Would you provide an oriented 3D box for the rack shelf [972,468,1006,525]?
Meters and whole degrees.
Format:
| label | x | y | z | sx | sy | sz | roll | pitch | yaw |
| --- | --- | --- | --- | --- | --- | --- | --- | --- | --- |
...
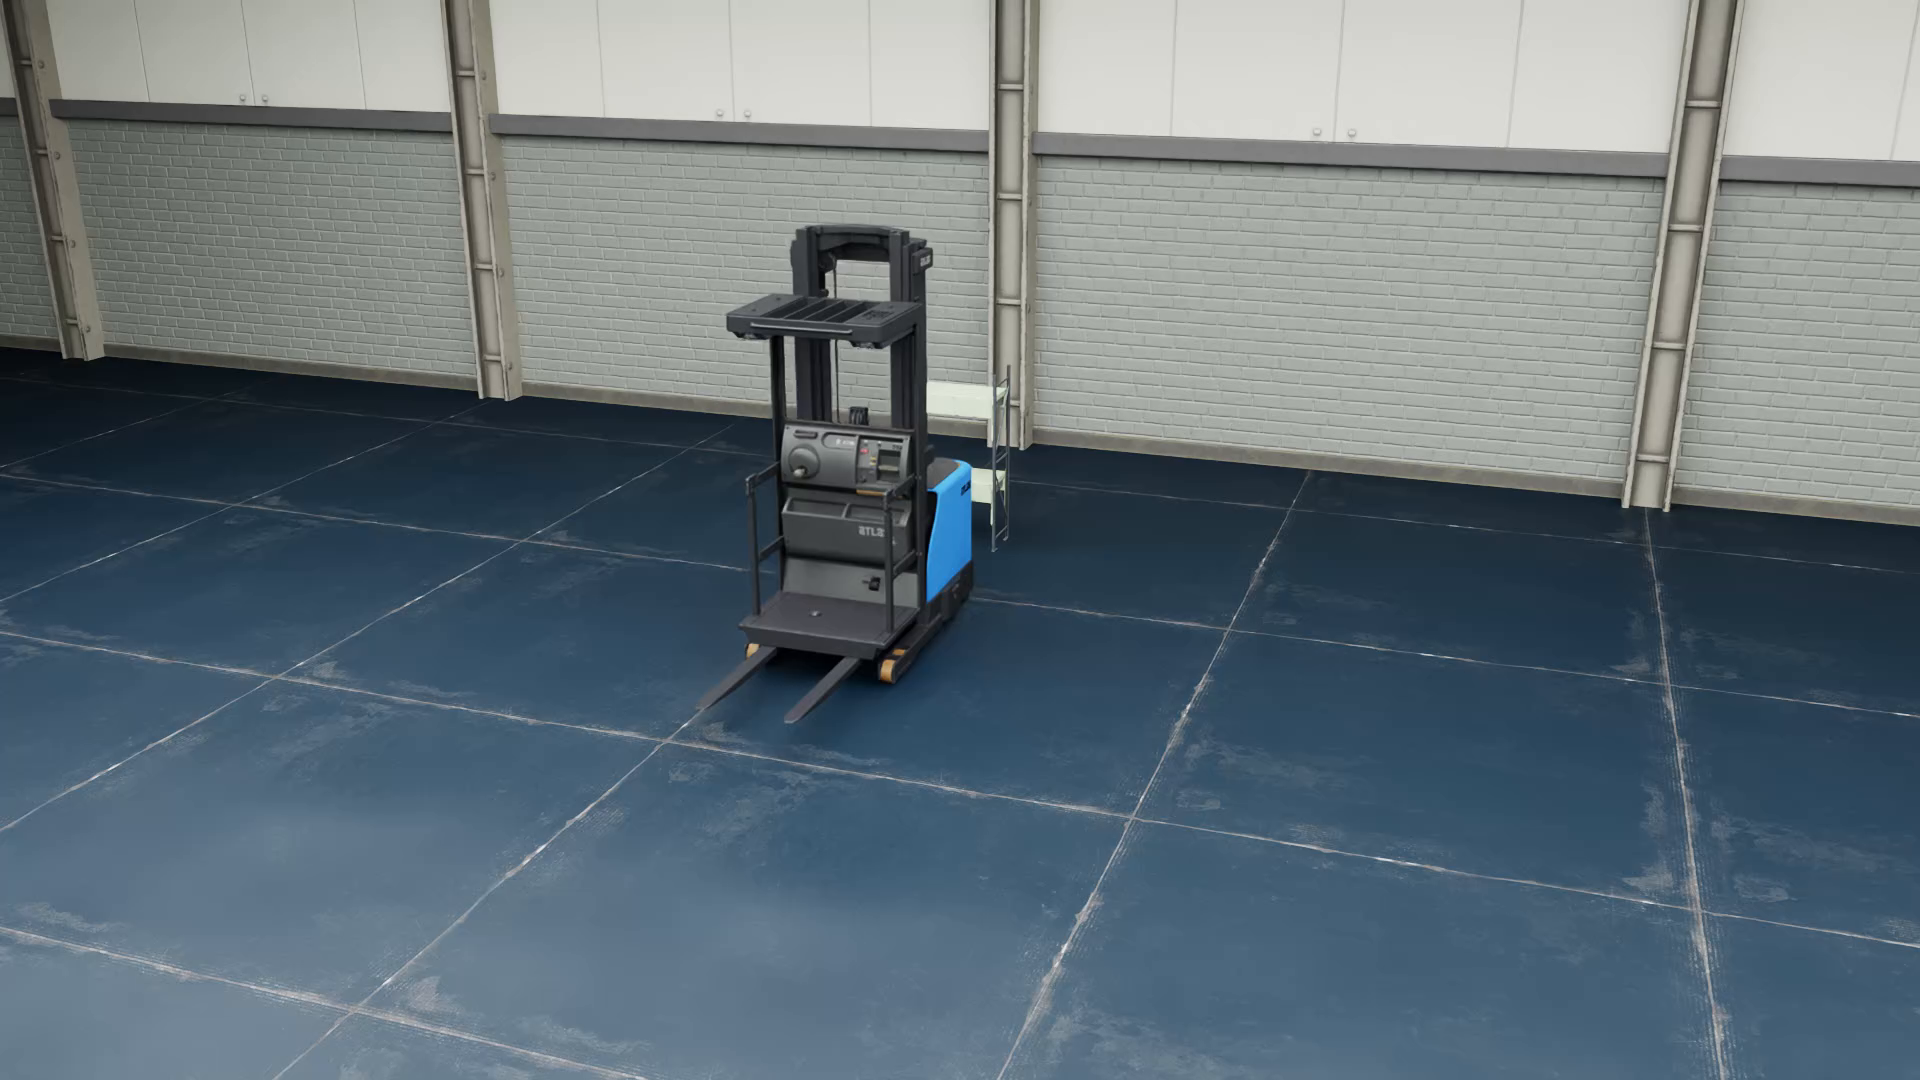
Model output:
| label | x | y | z | sx | sy | sz | roll | pitch | yaw |
| --- | --- | --- | --- | --- | --- | --- | --- | --- | --- |
| rack shelf | -0.006 | -0.401 | 13.939 | 0.720 | 0.370 | 0.431 | 7 | 20 | 18 |

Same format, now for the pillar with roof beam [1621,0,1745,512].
| label | x | y | z | sx | sy | sz | roll | pitch | yaw |
| --- | --- | --- | --- | --- | --- | --- | --- | --- | --- |
| pillar with roof beam | 4.764 | -3.230 | 9.671 | 0.400 | 9.000 | 9.100 | 7 | 20 | 18 |

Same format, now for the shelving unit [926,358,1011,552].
| label | x | y | z | sx | sy | sz | roll | pitch | yaw |
| --- | --- | --- | --- | --- | --- | --- | --- | --- | --- |
| shelving unit | -0.006 | -0.709 | 13.831 | 0.755 | 1.500 | 0.431 | 7 | 20 | 18 |

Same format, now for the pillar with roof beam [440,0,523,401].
| label | x | y | z | sx | sy | sz | roll | pitch | yaw |
| --- | --- | --- | --- | --- | --- | --- | --- | --- | --- |
| pillar with roof beam | -6.572 | -4.526 | 13.390 | 0.400 | 9.000 | 9.100 | 7 | 20 | 18 |

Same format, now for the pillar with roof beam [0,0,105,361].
| label | x | y | z | sx | sy | sz | roll | pitch | yaw |
| --- | --- | --- | --- | --- | --- | --- | --- | --- | --- |
| pillar with roof beam | -12.239 | -5.174 | 15.249 | 0.400 | 9.000 | 9.100 | 7 | 20 | 18 |

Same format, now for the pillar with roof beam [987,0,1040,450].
| label | x | y | z | sx | sy | sz | roll | pitch | yaw |
| --- | --- | --- | --- | --- | --- | --- | --- | --- | --- |
| pillar with roof beam | -0.904 | -3.878 | 11.530 | 0.400 | 9.000 | 9.100 | 7 | 20 | 18 |

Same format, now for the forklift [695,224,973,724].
| label | x | y | z | sx | sy | sz | roll | pitch | yaw |
| --- | --- | --- | --- | --- | --- | --- | --- | --- | --- |
| forklift | -0.854 | -0.559 | 11.228 | 1.130 | 2.935 | 3.031 | 6 | 20 | 18 |

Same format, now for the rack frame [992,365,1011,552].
| label | x | y | z | sx | sy | sz | roll | pitch | yaw |
| --- | --- | --- | --- | --- | --- | --- | --- | --- | --- |
| rack frame | 0.339 | -0.669 | 13.718 | 0.023 | 1.500 | 0.400 | 7 | 20 | 18 |

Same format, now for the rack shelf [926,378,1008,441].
| label | x | y | z | sx | sy | sz | roll | pitch | yaw |
| --- | --- | --- | --- | --- | --- | --- | --- | --- | --- |
| rack shelf | -0.006 | -1.077 | 13.703 | 0.720 | 0.370 | 0.431 | 7 | 20 | 18 |
